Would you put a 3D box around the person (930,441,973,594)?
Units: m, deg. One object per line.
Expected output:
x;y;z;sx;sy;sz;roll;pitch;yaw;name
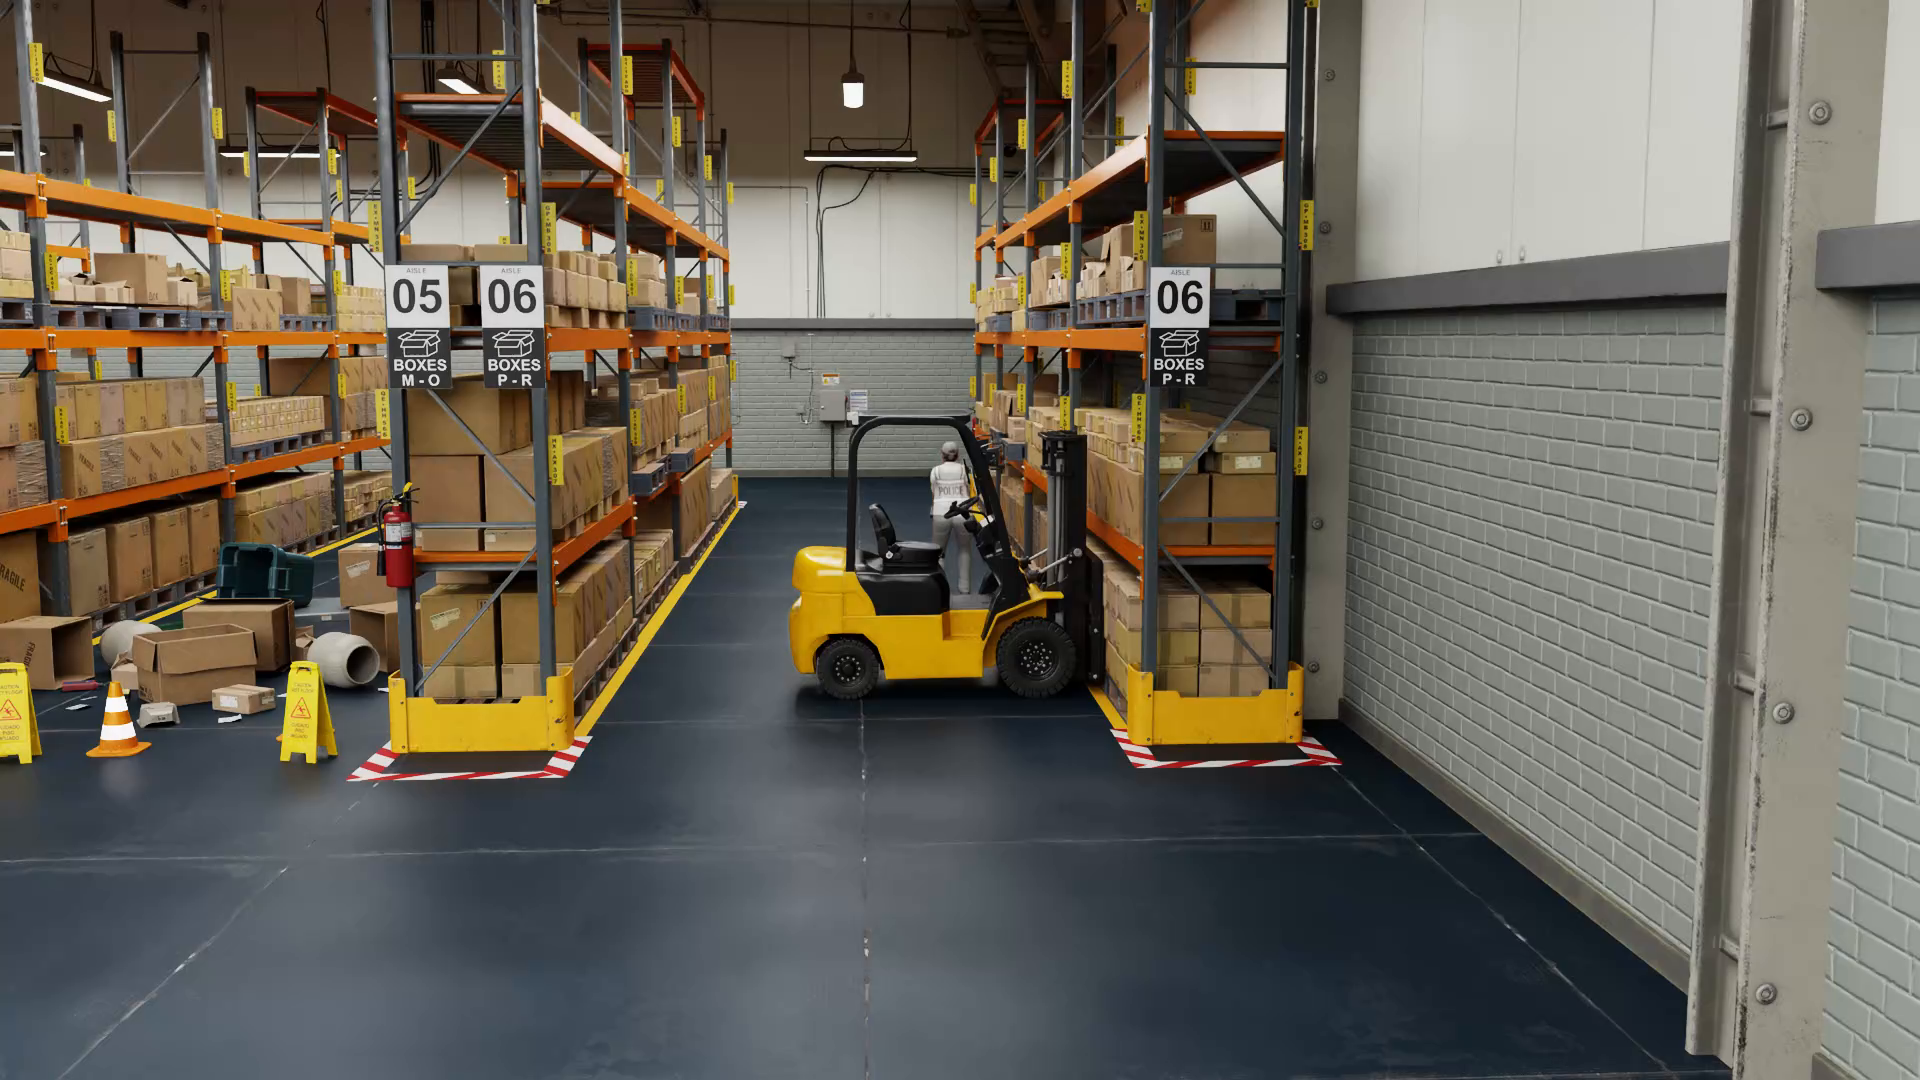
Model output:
-0.097;-0.216;17.564;0.452;1.661;0.551;0;7;-3;person
